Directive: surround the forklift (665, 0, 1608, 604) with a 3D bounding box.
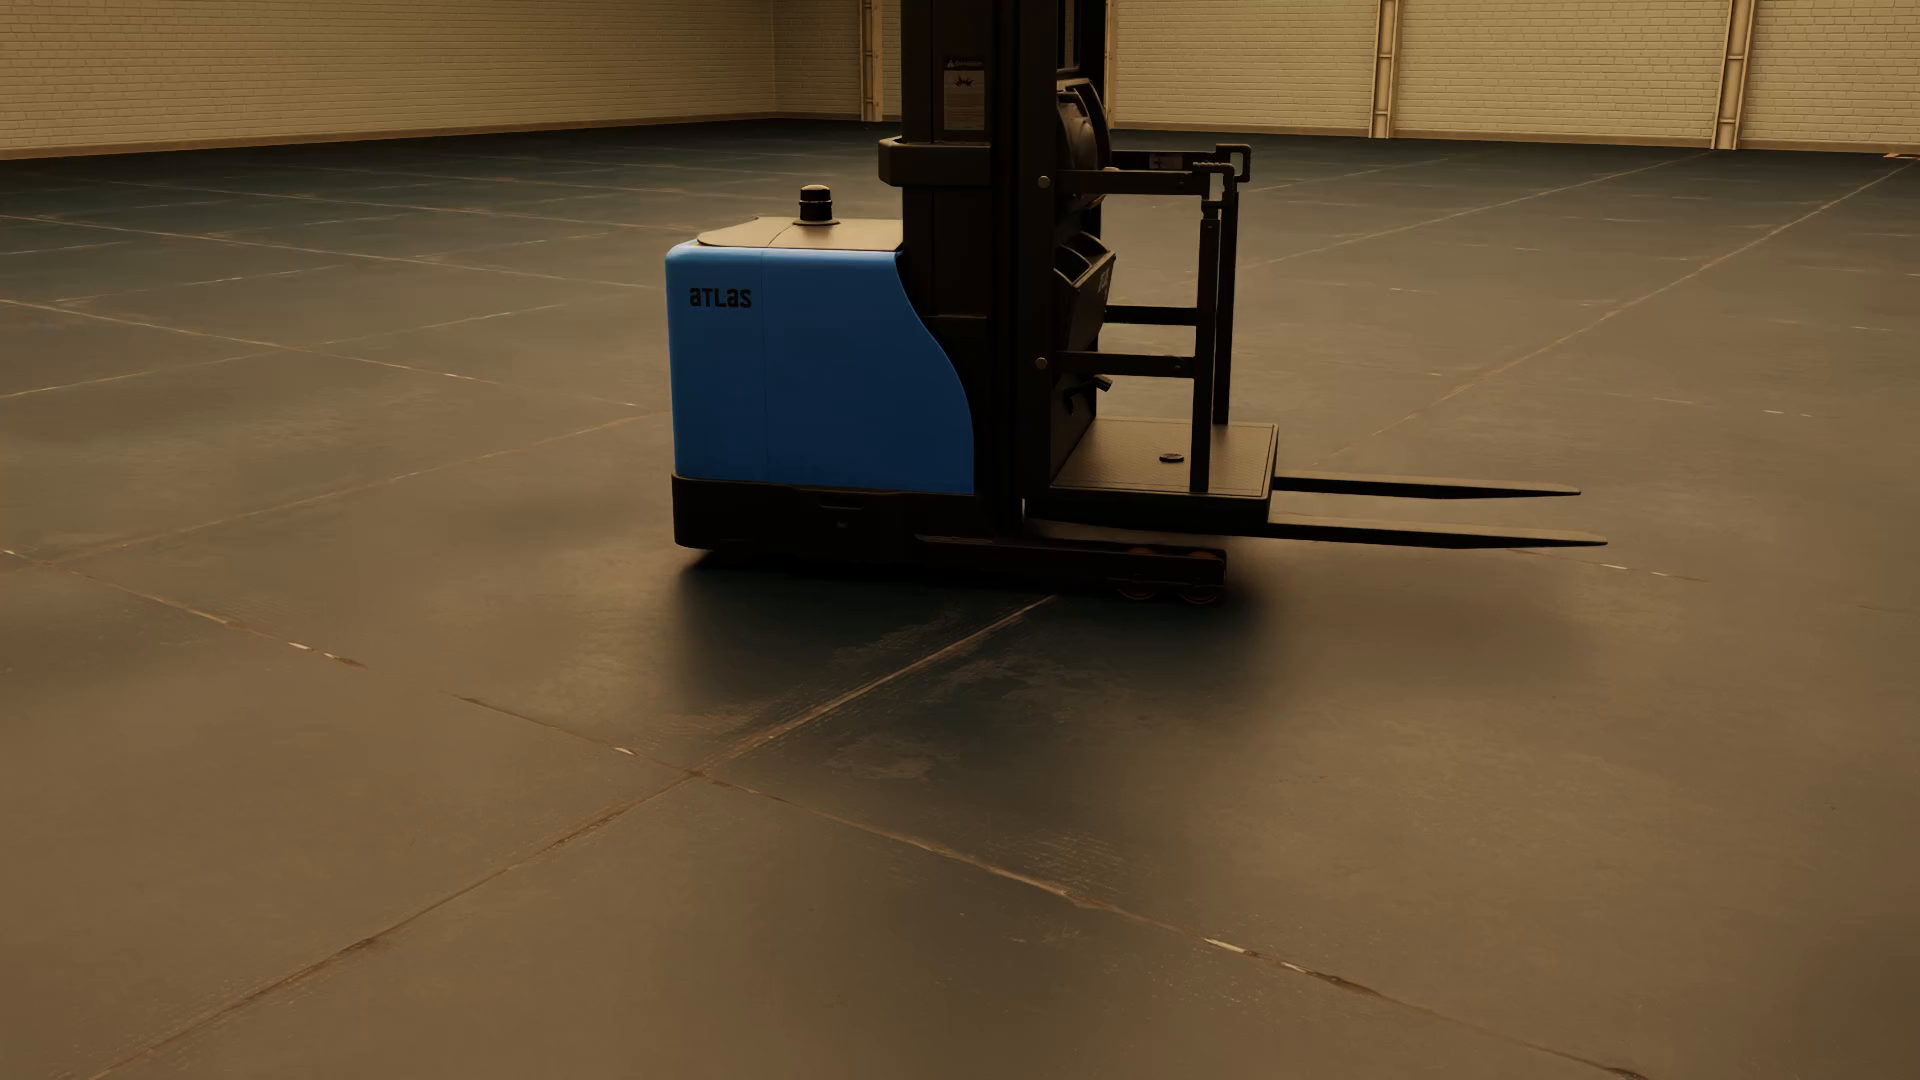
[{"bbox_3d":[0.595,-1.367,5.404,3.031,2.935,1.130,4,17,12],"label":"forklift"}]
